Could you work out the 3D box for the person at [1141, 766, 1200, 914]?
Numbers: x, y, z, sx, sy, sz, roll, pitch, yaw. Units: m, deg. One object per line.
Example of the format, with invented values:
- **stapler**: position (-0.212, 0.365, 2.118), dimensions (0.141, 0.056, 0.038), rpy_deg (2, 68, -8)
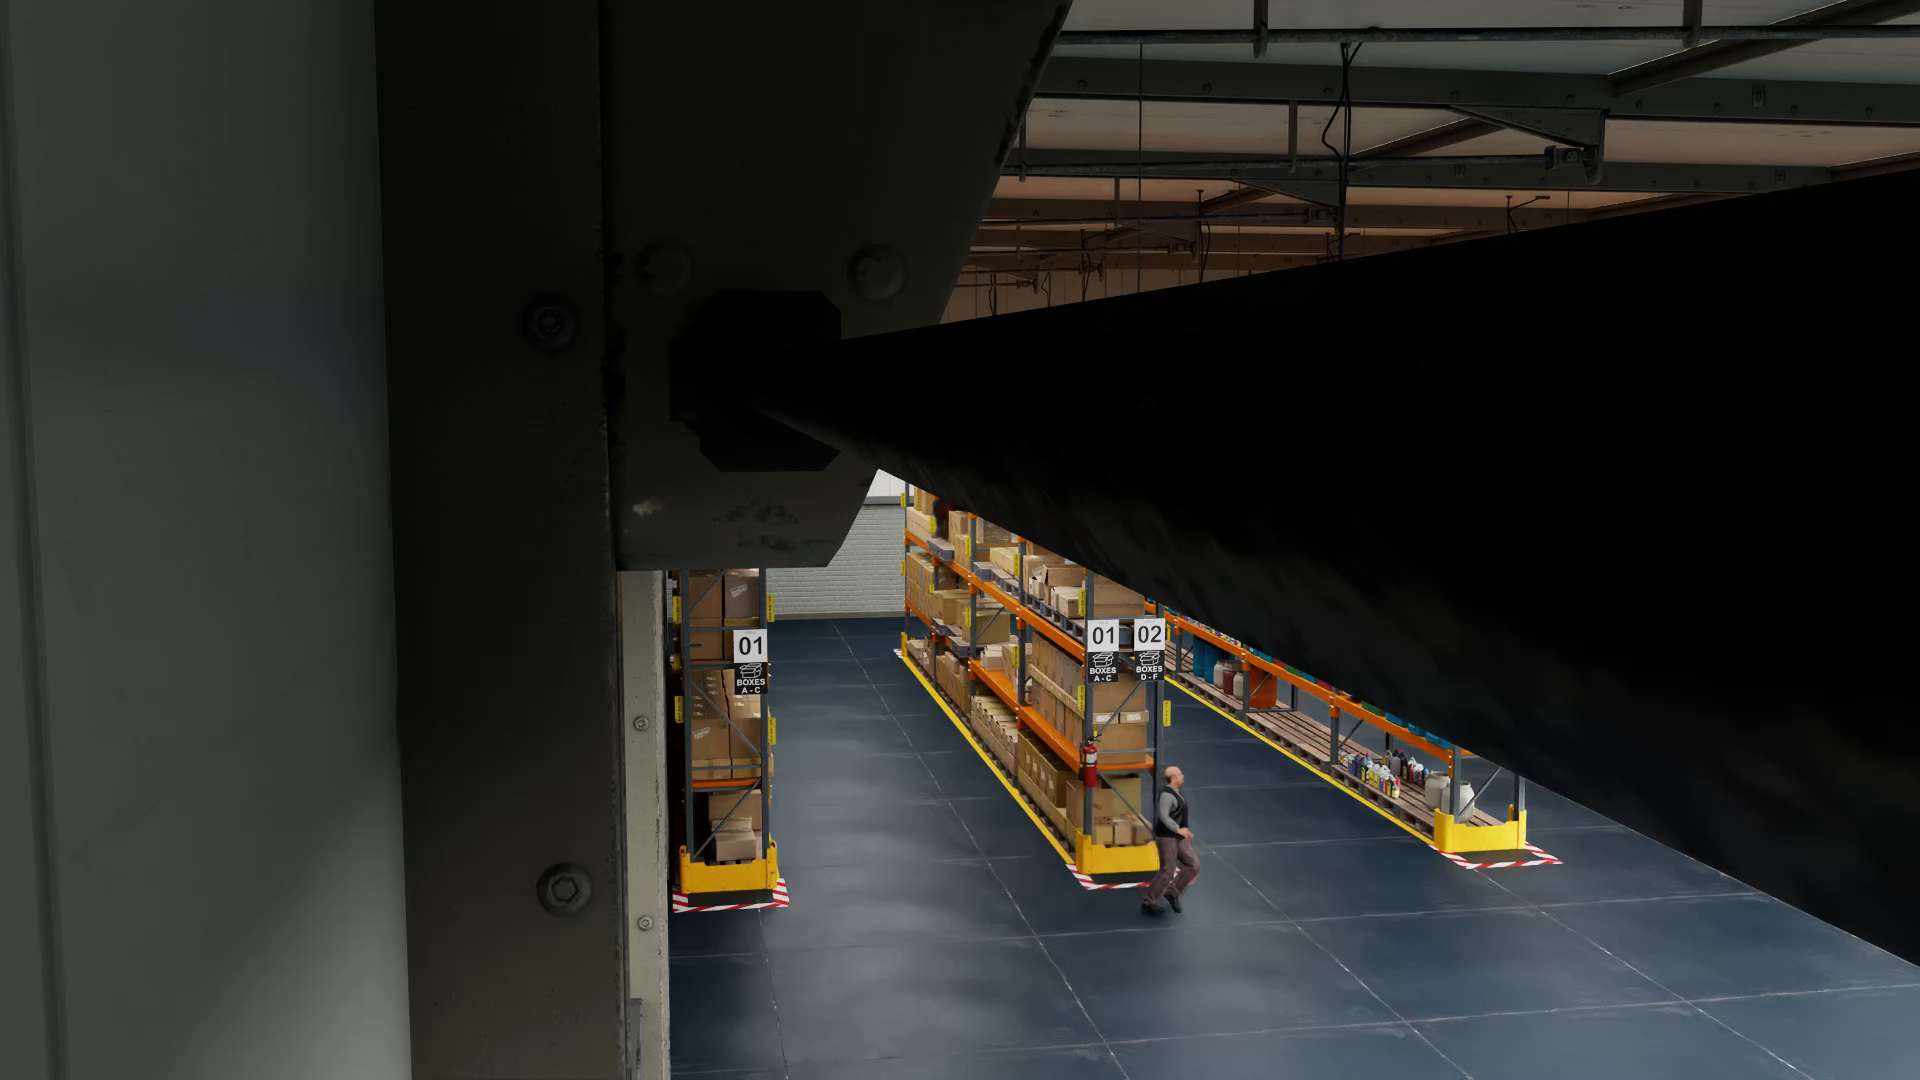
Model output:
- **person**: position (2.502, 3.489, 19.418), dimensions (0.626, 1.693, 0.714), rpy_deg (3, 6, 23)
